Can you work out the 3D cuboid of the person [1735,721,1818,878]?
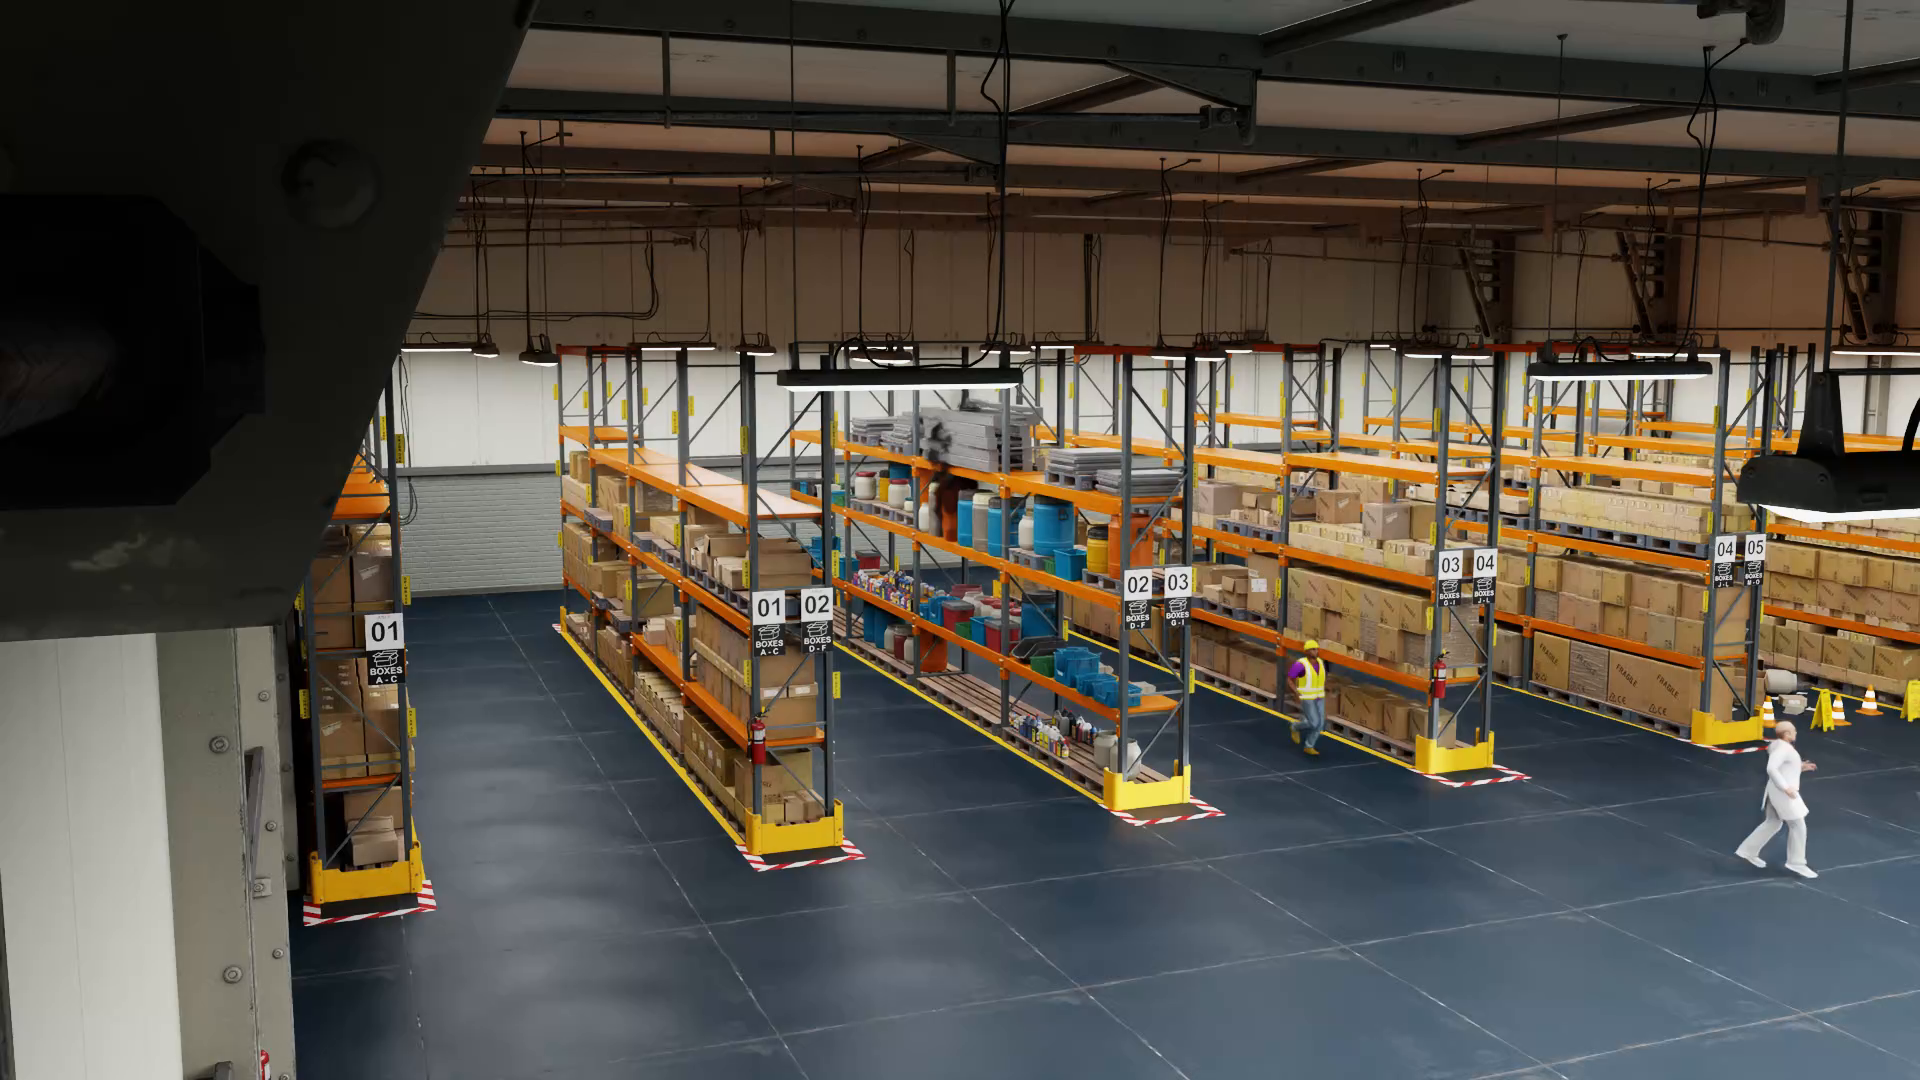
[{"bbox_3d":[9.530,2.998,19.318,0.876,1.822,0.694,1,7,8],"label":"person"}]

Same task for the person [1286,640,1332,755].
[{"bbox_3d":[5.226,2.340,24.787,0.701,1.716,0.587,-4,8,-27],"label":"person"}]

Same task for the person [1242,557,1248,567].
[{"bbox_3d":[7.456,0.163,42.242,0.615,1.648,0.600,-3,8,-24],"label":"person"}]
